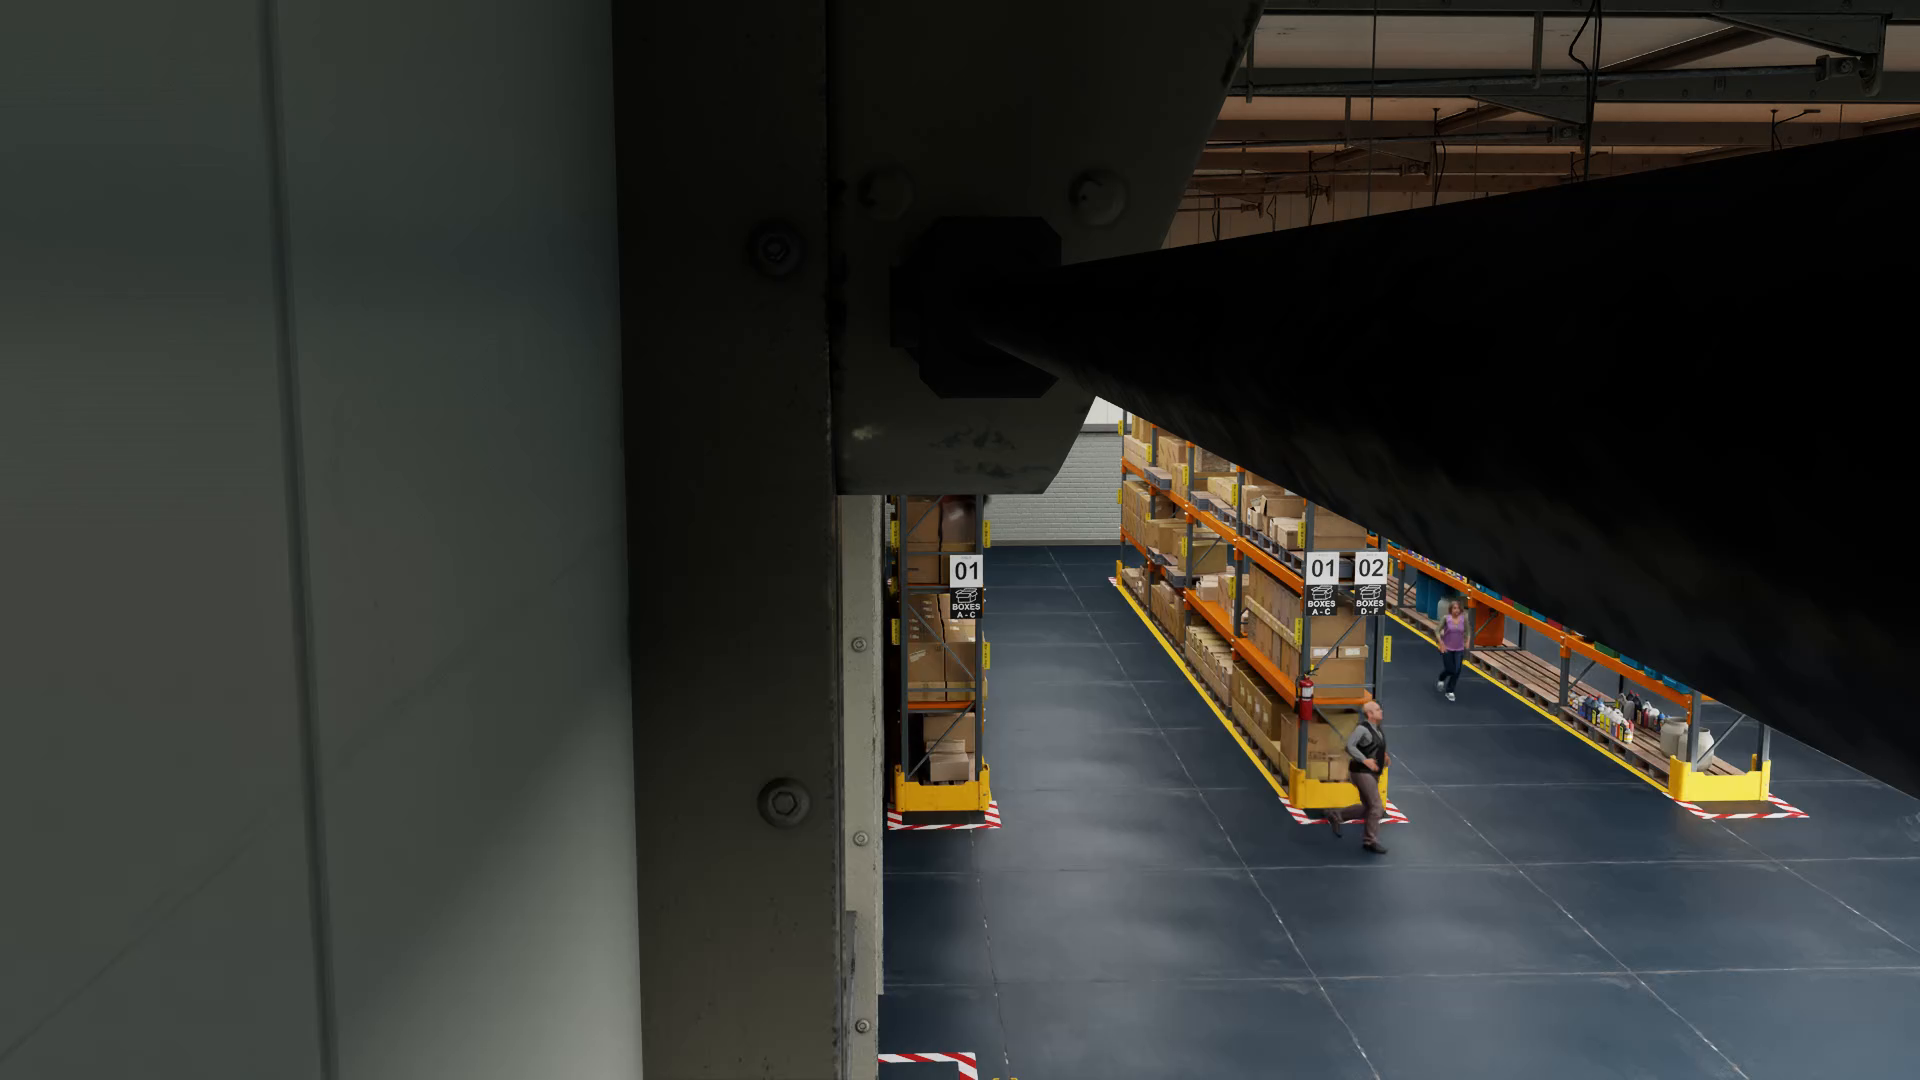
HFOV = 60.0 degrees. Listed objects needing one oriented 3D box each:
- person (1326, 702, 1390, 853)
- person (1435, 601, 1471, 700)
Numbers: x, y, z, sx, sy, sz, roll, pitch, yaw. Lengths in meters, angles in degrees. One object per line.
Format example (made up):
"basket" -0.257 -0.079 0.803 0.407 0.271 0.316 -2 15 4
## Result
"person" 4.657 2.700 19.212 0.777 1.691 0.685 6 10 35
"person" 7.750 1.735 26.142 0.554 1.550 0.533 0 8 -3
